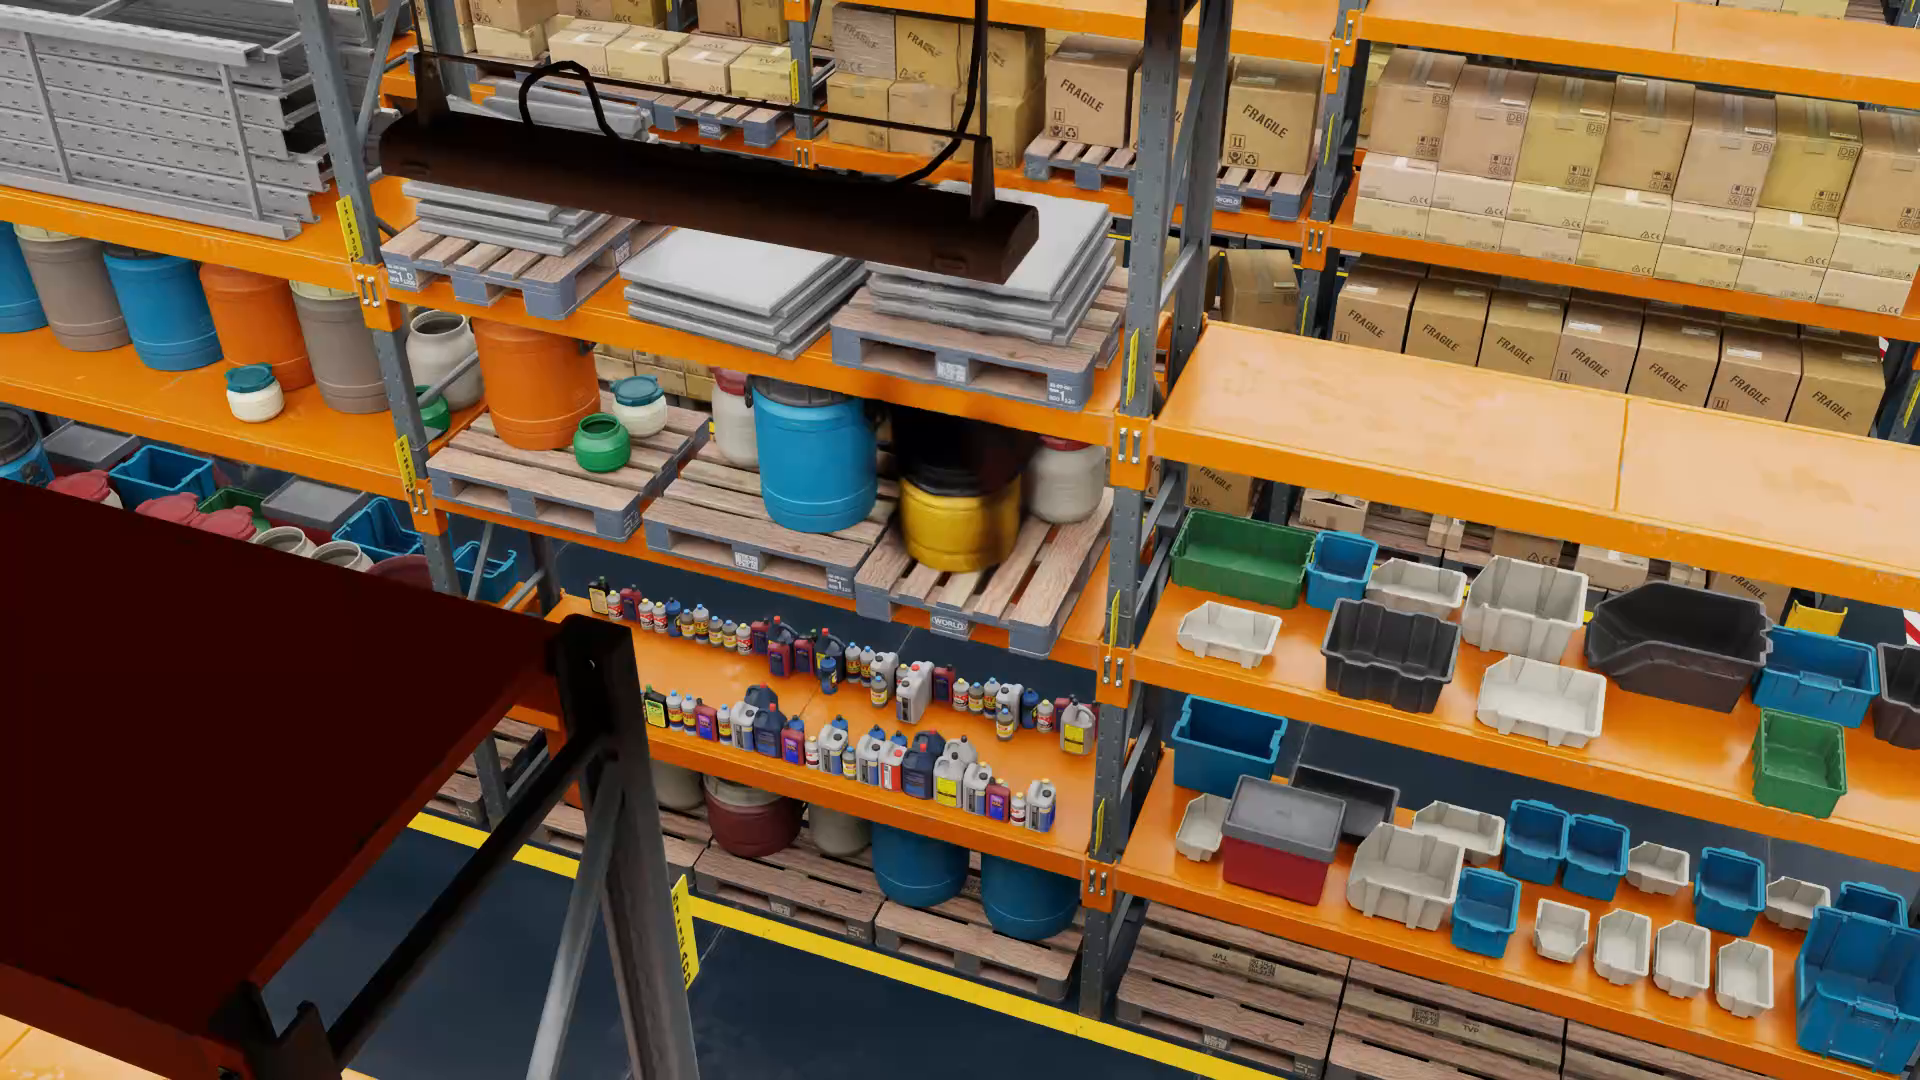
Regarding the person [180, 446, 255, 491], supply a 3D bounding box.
[{"bbox_3d":[-6.149,-1.002,13.408,0.585,1.620,0.574,8,37,10],"label":"person"}]
